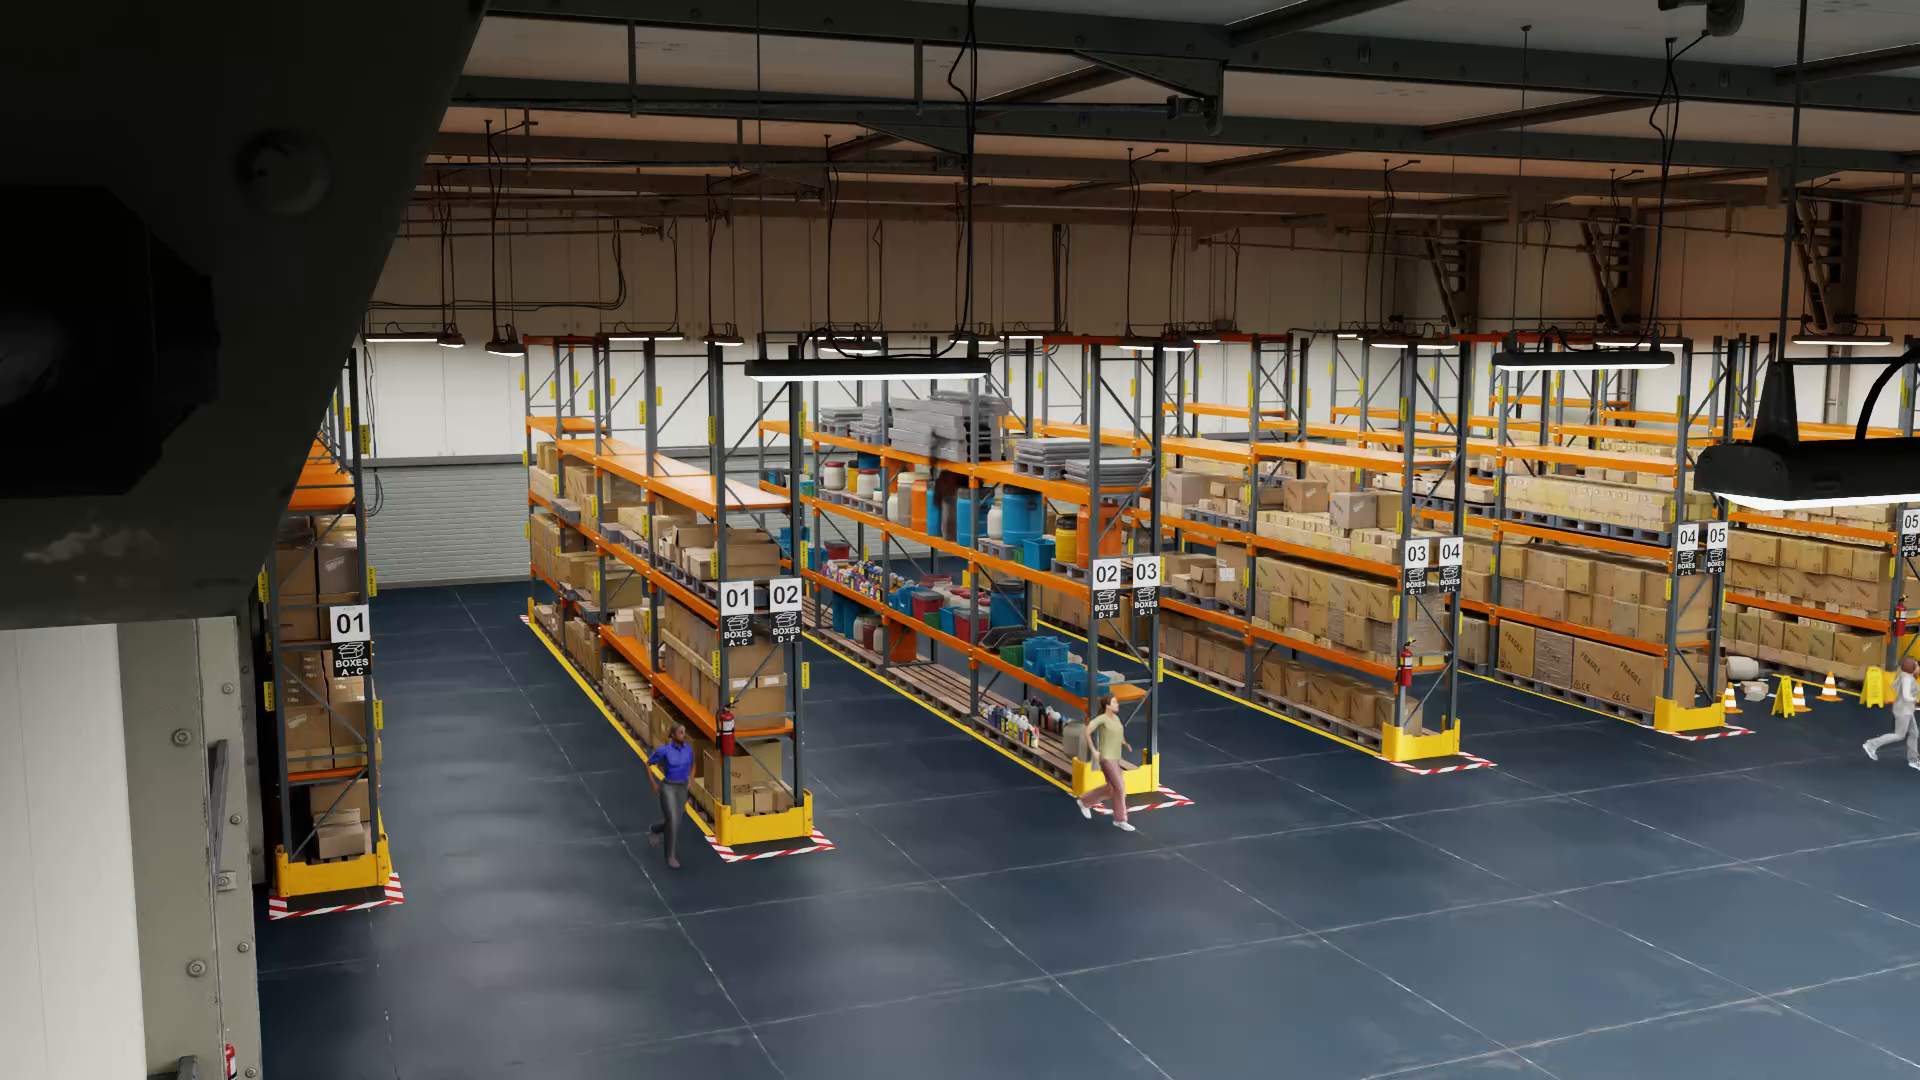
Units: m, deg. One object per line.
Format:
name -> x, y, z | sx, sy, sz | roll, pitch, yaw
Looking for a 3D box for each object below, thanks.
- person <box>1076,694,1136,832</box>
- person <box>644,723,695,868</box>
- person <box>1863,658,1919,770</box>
person -> 1.886, 2.754, 20.855 | 0.834, 1.660, 0.613 | 5, 9, 32
person -> -3.381, 2.972, 19.568 | 0.624, 1.638, 0.743 | -7, 10, -41
person -> 13.249, 2.441, 23.447 | 0.859, 1.599, 0.550 | 4, 8, 26
